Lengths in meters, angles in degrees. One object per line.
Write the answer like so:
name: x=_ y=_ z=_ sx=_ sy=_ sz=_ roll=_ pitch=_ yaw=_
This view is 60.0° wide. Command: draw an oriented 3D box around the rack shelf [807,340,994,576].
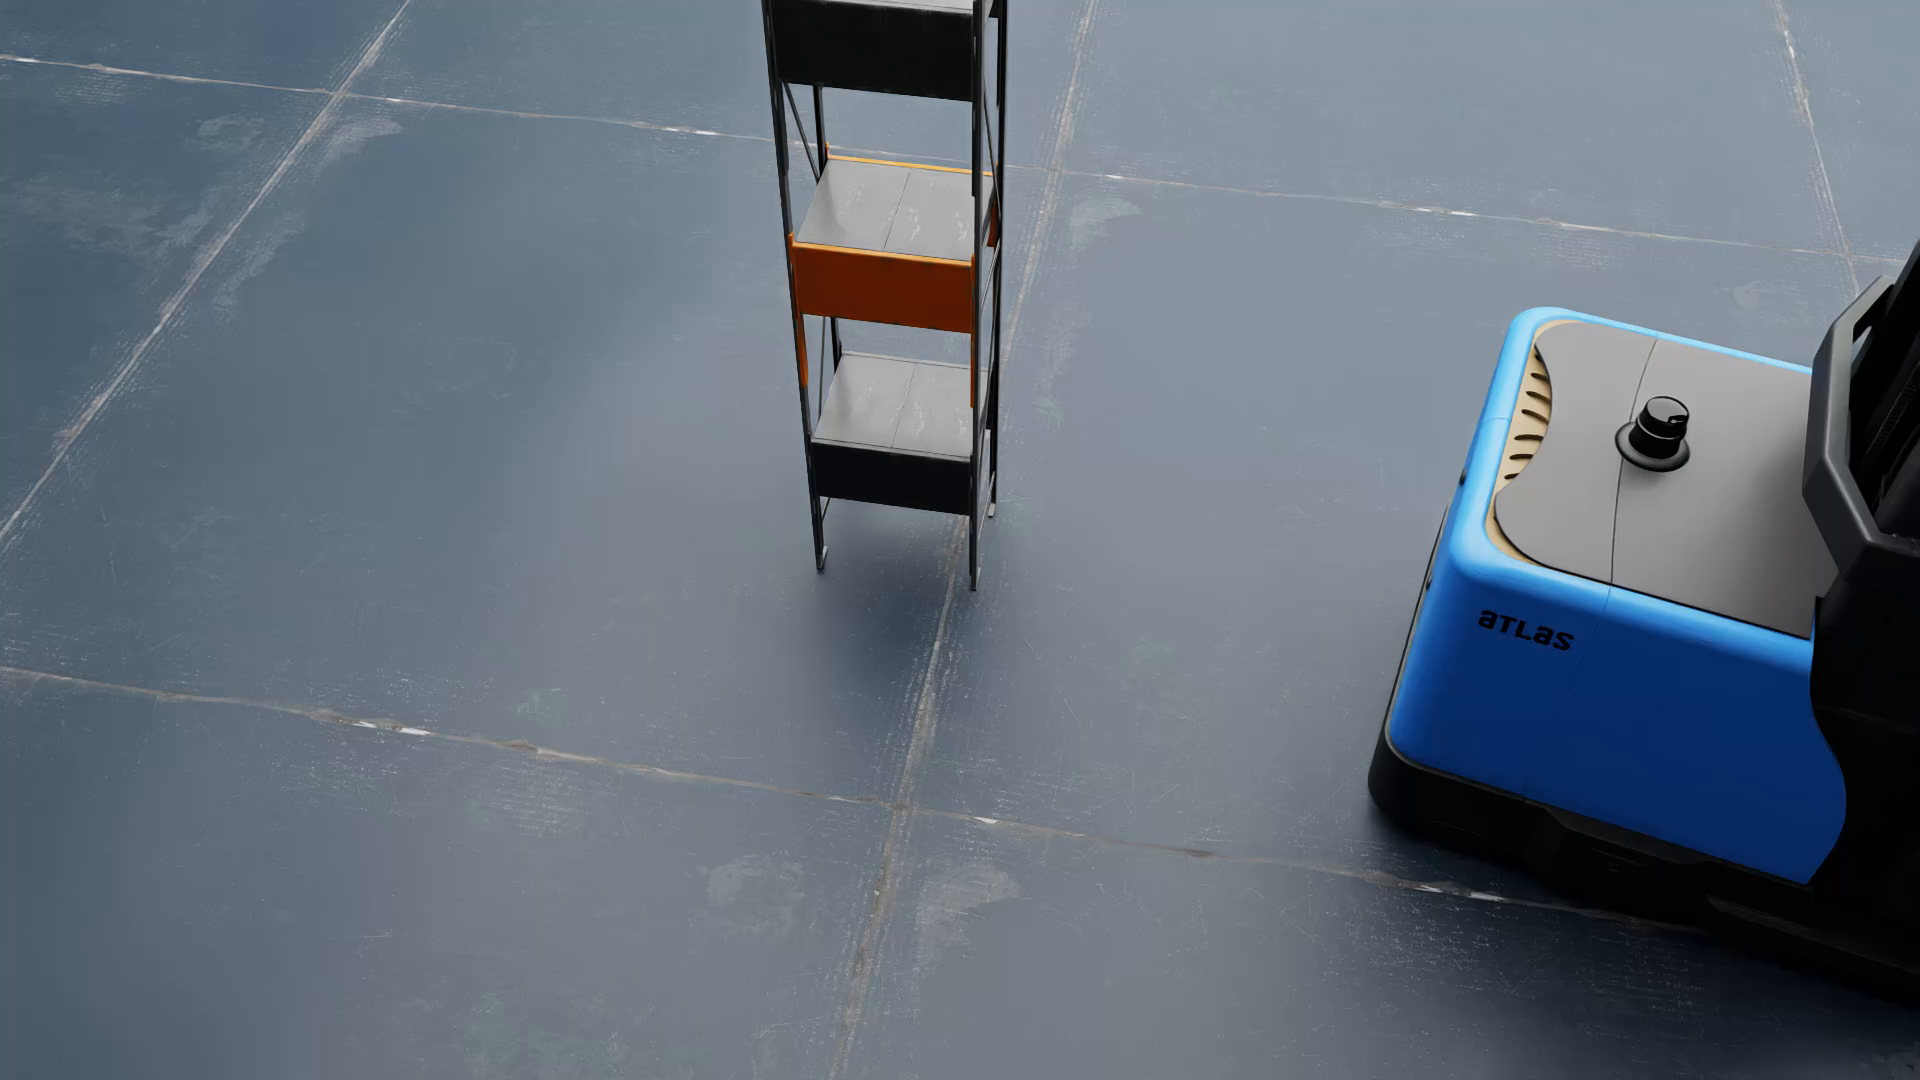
rack shelf: x=-0.163 y=-0.247 z=5.019 sx=0.480 sy=0.518 sz=0.431 roll=8 pitch=49 yaw=7

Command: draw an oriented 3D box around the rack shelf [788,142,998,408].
rack shelf: x=-0.163 y=-0.715 z=4.499 sx=0.480 sy=0.518 sz=0.431 roll=8 pitch=49 yaw=7

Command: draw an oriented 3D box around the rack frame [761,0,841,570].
rack frame: x=-0.403 y=-0.756 z=4.518 sx=0.015 sy=2.100 sz=0.400 roll=8 pitch=49 yaw=7

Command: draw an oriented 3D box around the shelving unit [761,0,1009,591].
shelving unit: x=-0.163 y=-0.724 z=4.489 sx=0.503 sy=2.100 sz=0.431 roll=8 pitch=49 yaw=7

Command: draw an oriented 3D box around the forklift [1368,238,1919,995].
forklift: x=2.684 y=-0.153 z=3.417 sx=3.031 sy=2.935 sz=1.130 roll=17 pitch=50 yaw=14

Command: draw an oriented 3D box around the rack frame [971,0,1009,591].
rack frame: x=0.077 y=-0.691 z=4.460 sx=0.015 sy=2.100 sz=0.400 roll=8 pitch=49 yaw=7

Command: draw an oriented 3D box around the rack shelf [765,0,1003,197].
rack shelf: x=-0.163 y=-1.182 z=3.978 sx=0.480 sy=0.518 sz=0.431 roll=8 pitch=49 yaw=7
